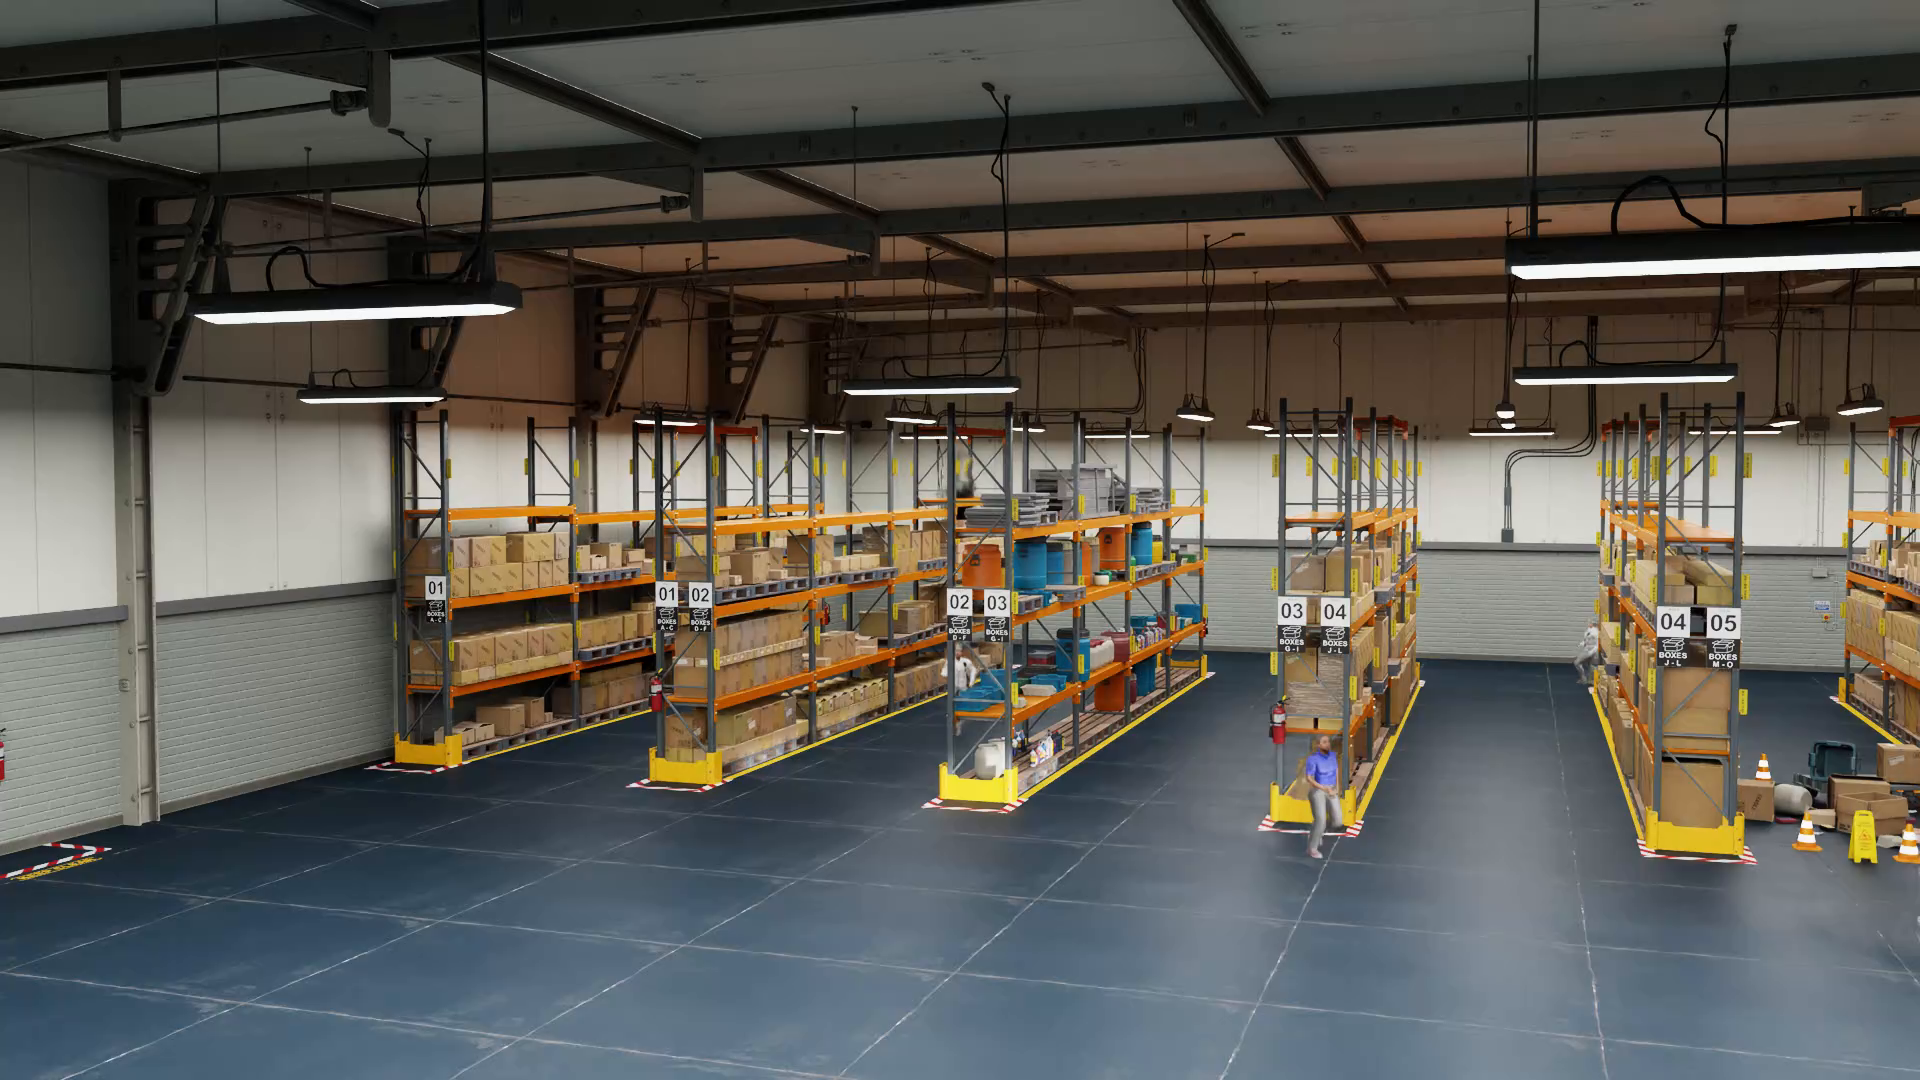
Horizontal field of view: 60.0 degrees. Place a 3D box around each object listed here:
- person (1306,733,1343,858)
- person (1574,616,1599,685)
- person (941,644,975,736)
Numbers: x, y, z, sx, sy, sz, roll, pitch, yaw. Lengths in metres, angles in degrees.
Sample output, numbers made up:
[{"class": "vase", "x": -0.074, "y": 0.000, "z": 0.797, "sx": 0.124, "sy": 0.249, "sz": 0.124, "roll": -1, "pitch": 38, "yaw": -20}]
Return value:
[{"class": "person", "x": 4.705, "y": 3.291, "z": 21.363, "sx": 0.597, "sy": 1.599, "sz": 0.619, "roll": -1, "pitch": 3, "yaw": -25}, {"class": "person", "x": 14.534, "y": 2.568, "z": 38.426, "sx": 0.632, "sy": 1.634, "sz": 0.730, "roll": 1, "pitch": 3, "yaw": 26}, {"class": "person", "x": -0.036, "y": 2.787, "z": 31.348, "sx": 0.644, "sy": 1.685, "sz": 0.892, "roll": 0, "pitch": 2, "yaw": 3}]
